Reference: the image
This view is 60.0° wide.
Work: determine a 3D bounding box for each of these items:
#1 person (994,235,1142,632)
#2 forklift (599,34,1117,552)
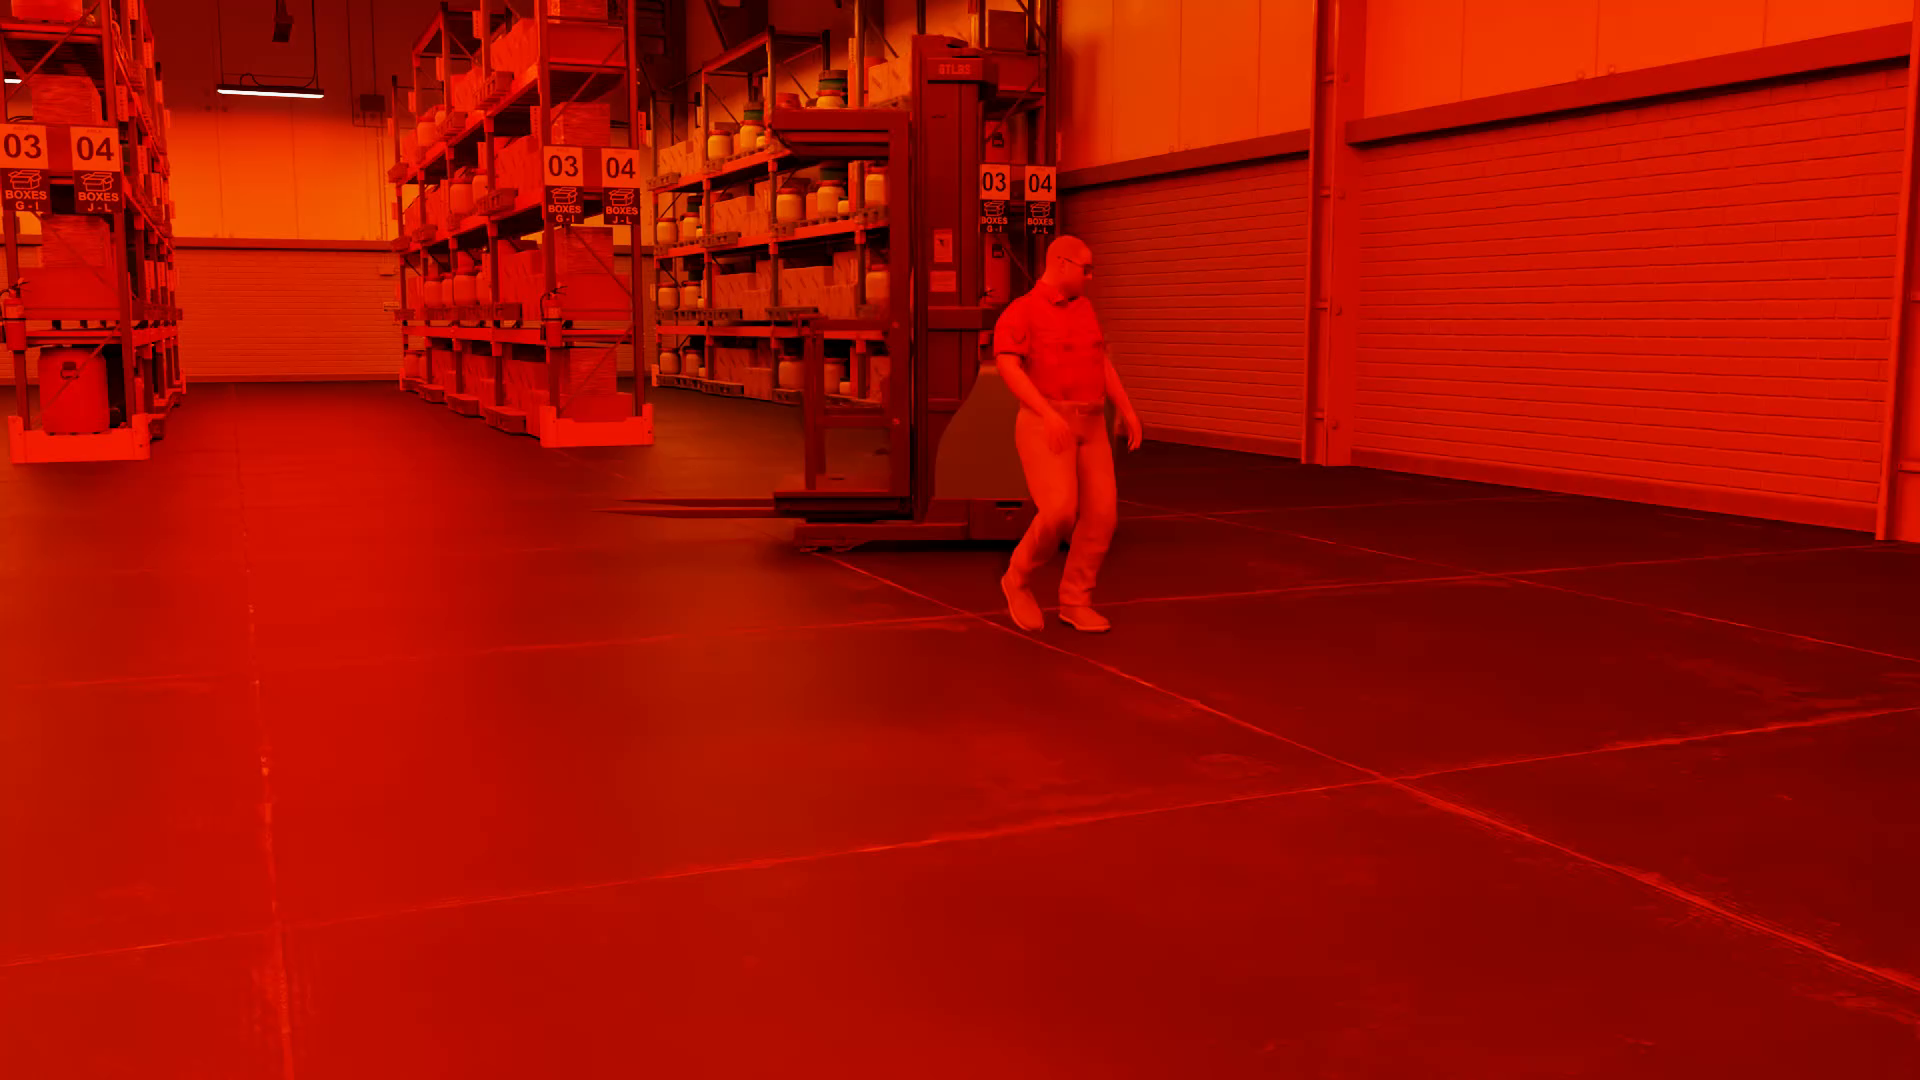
[{"bbox_3d":[0.504,-0.456,7.213,0.779,1.707,0.492,-5,9,-33],"label":"person"},{"bbox_3d":[-0.610,-1.451,9.948,3.031,2.935,1.130,0,8,-1],"label":"forklift"}]
